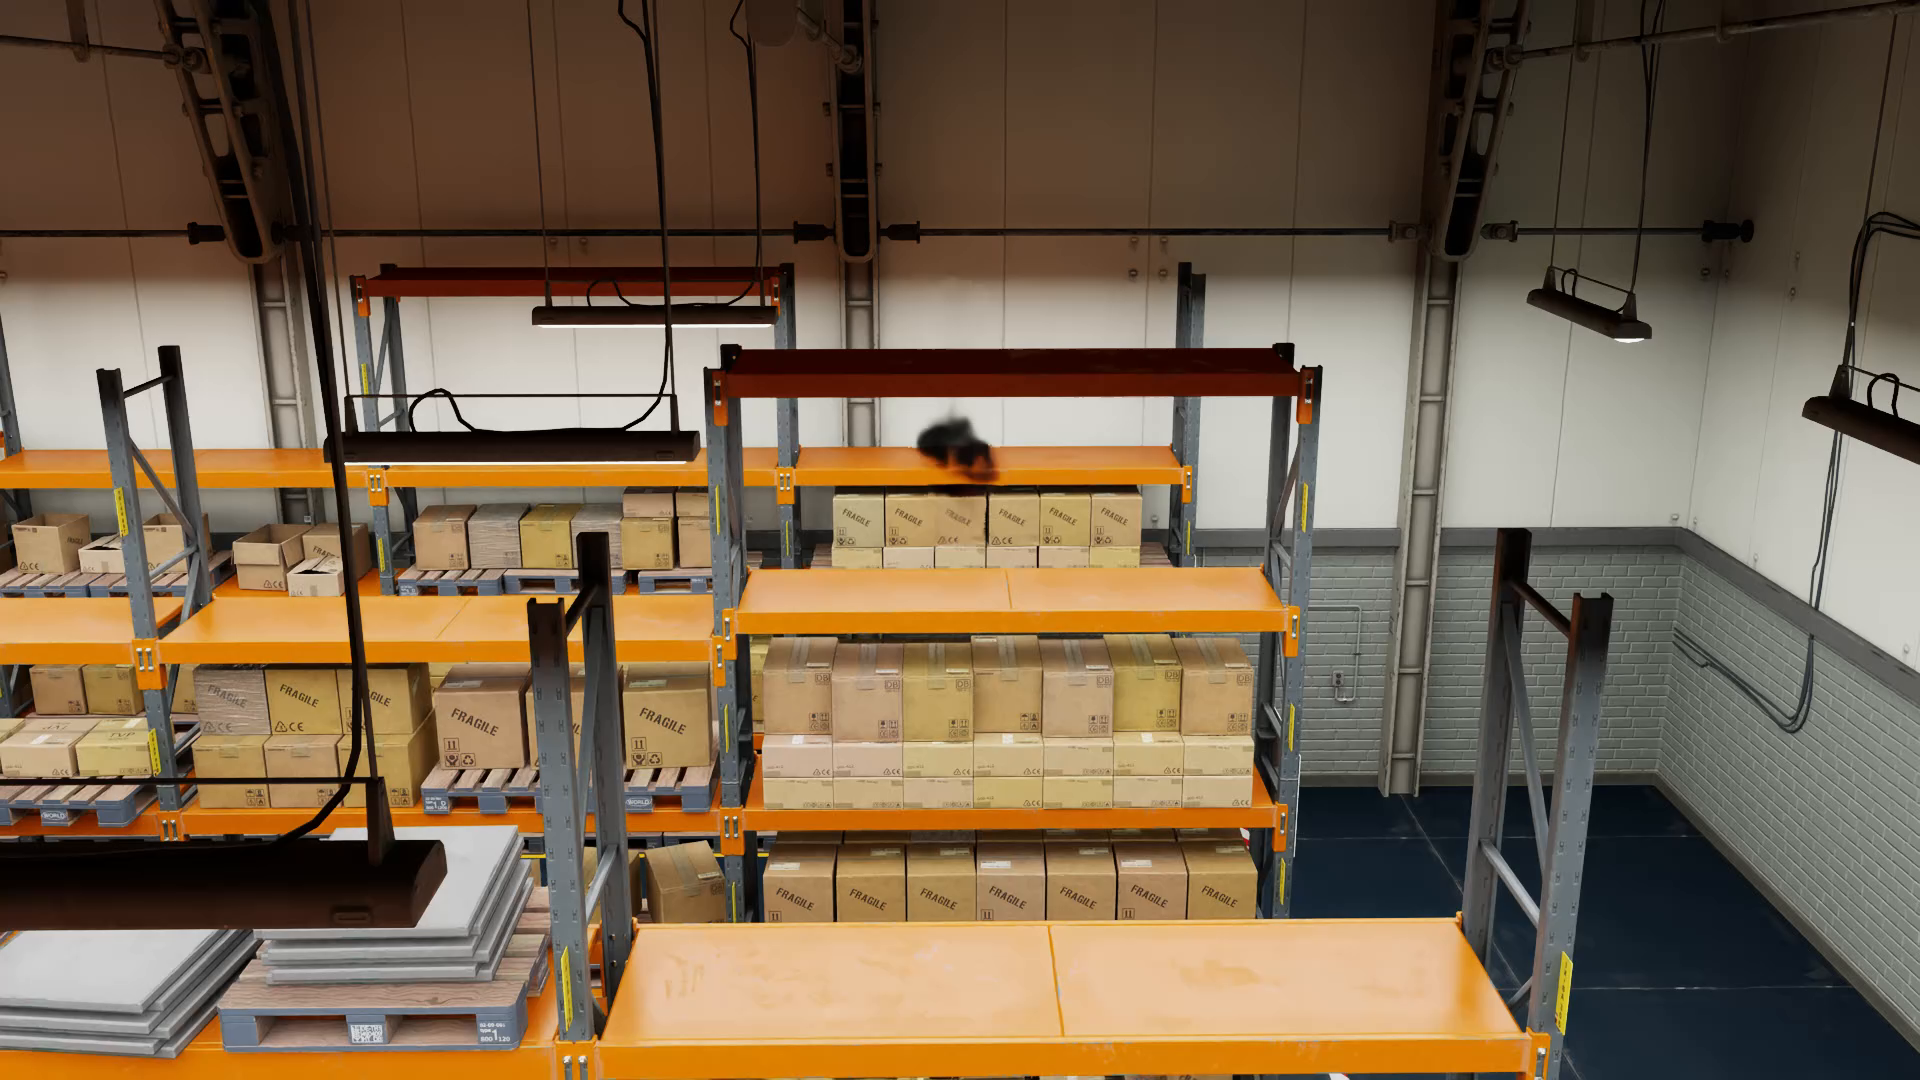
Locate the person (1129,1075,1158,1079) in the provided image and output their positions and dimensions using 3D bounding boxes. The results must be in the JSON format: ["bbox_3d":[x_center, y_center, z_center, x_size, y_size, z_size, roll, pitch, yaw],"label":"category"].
[{"bbox_3d":[1.254,4.262,11.177,0.563,1.551,0.533,-3,16,-9],"label":"person"}]
